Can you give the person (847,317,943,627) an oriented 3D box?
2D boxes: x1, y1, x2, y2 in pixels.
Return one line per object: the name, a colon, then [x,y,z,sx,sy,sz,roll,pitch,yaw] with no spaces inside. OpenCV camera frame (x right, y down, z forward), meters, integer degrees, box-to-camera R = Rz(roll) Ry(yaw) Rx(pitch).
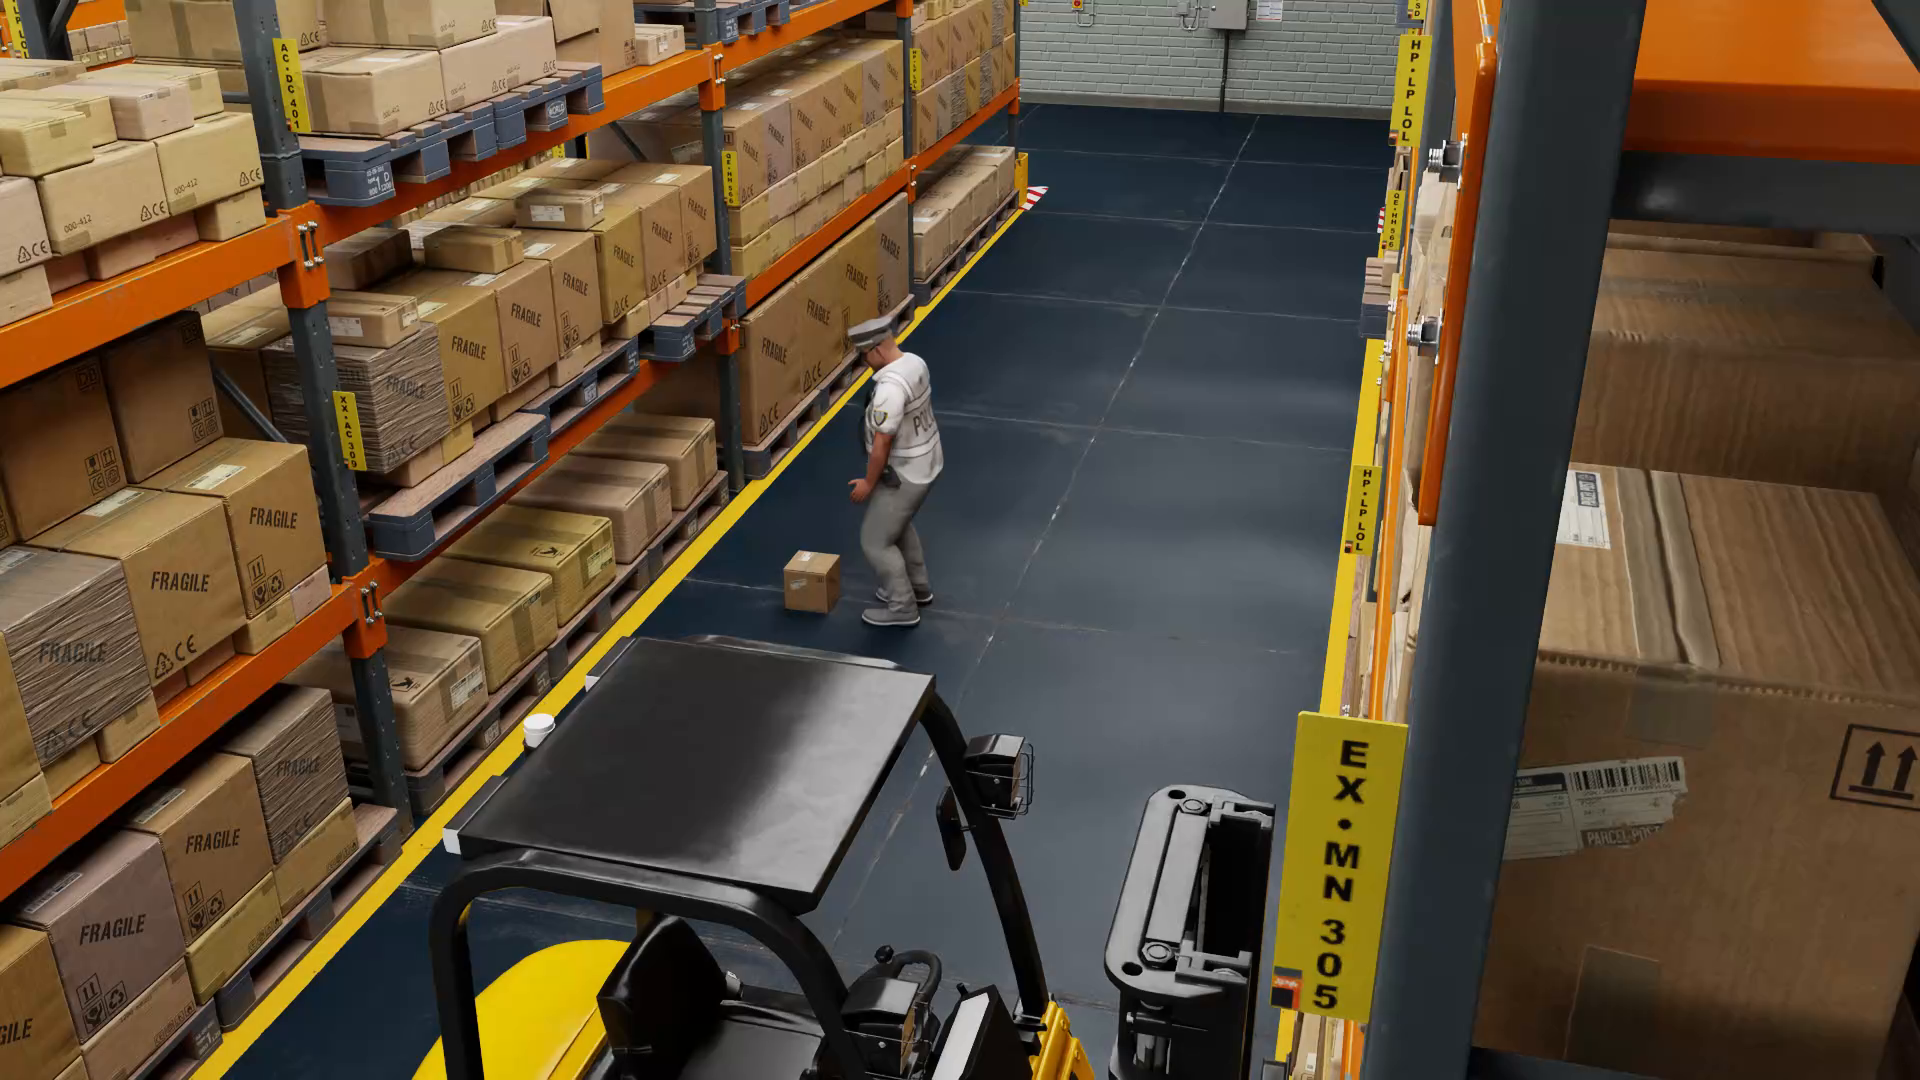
person: [-0.358,-0.356,8.931,0.457,1.704,0.553,7,26,14]
